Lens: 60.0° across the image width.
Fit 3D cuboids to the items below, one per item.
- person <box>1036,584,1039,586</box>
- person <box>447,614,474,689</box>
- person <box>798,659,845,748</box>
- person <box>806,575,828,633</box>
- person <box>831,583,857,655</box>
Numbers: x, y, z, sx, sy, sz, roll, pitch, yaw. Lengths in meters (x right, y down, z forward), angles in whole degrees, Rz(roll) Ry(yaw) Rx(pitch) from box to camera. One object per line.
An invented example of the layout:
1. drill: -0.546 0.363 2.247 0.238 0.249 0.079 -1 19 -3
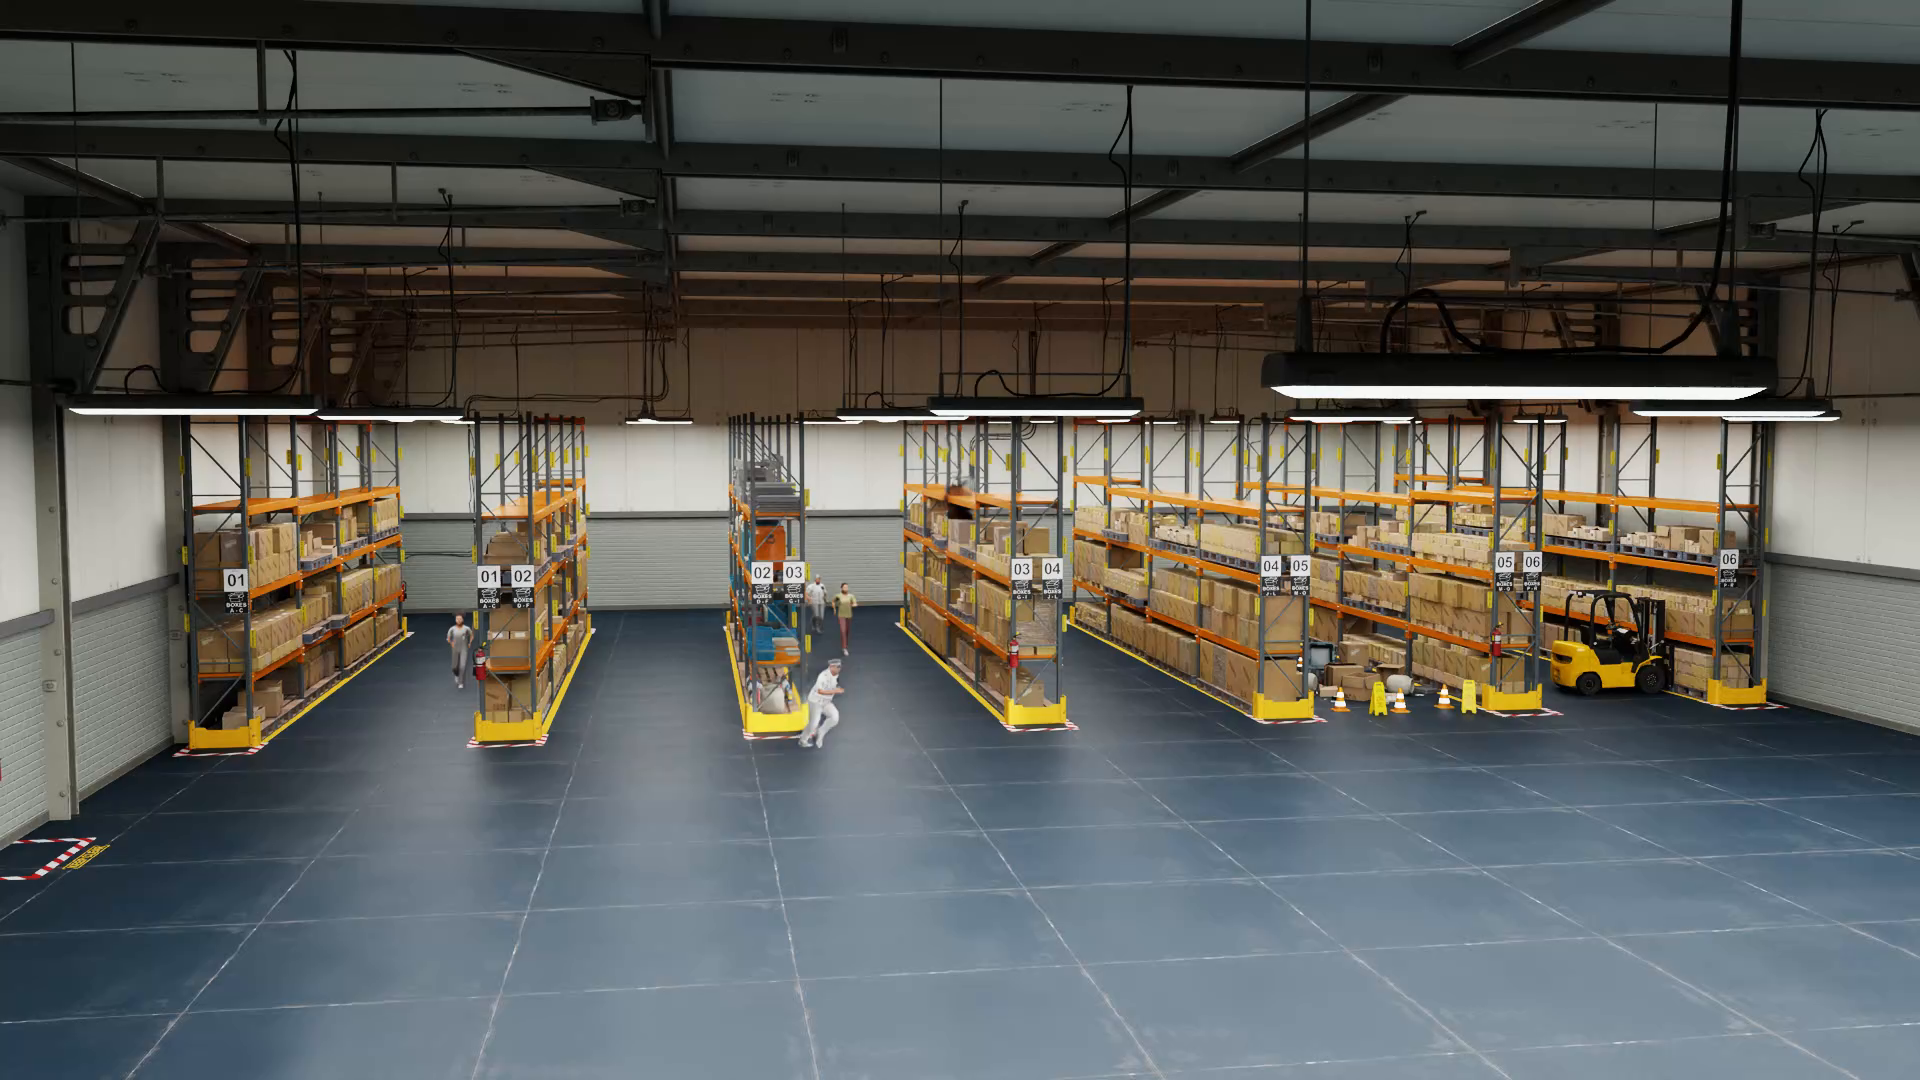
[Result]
1. person: 1.893 1.755 45.329 0.698 1.775 0.853 -1 4 -10
2. person: -10.960 2.427 36.497 0.568 1.622 0.702 -1 4 -14
3. person: -2.417 2.898 29.550 0.965 1.637 0.693 2 4 27
4. person: -3.937 1.777 46.062 0.602 1.625 0.573 -2 4 -26
5. person: -2.738 1.865 39.755 0.568 1.689 0.874 -1 4 -18
